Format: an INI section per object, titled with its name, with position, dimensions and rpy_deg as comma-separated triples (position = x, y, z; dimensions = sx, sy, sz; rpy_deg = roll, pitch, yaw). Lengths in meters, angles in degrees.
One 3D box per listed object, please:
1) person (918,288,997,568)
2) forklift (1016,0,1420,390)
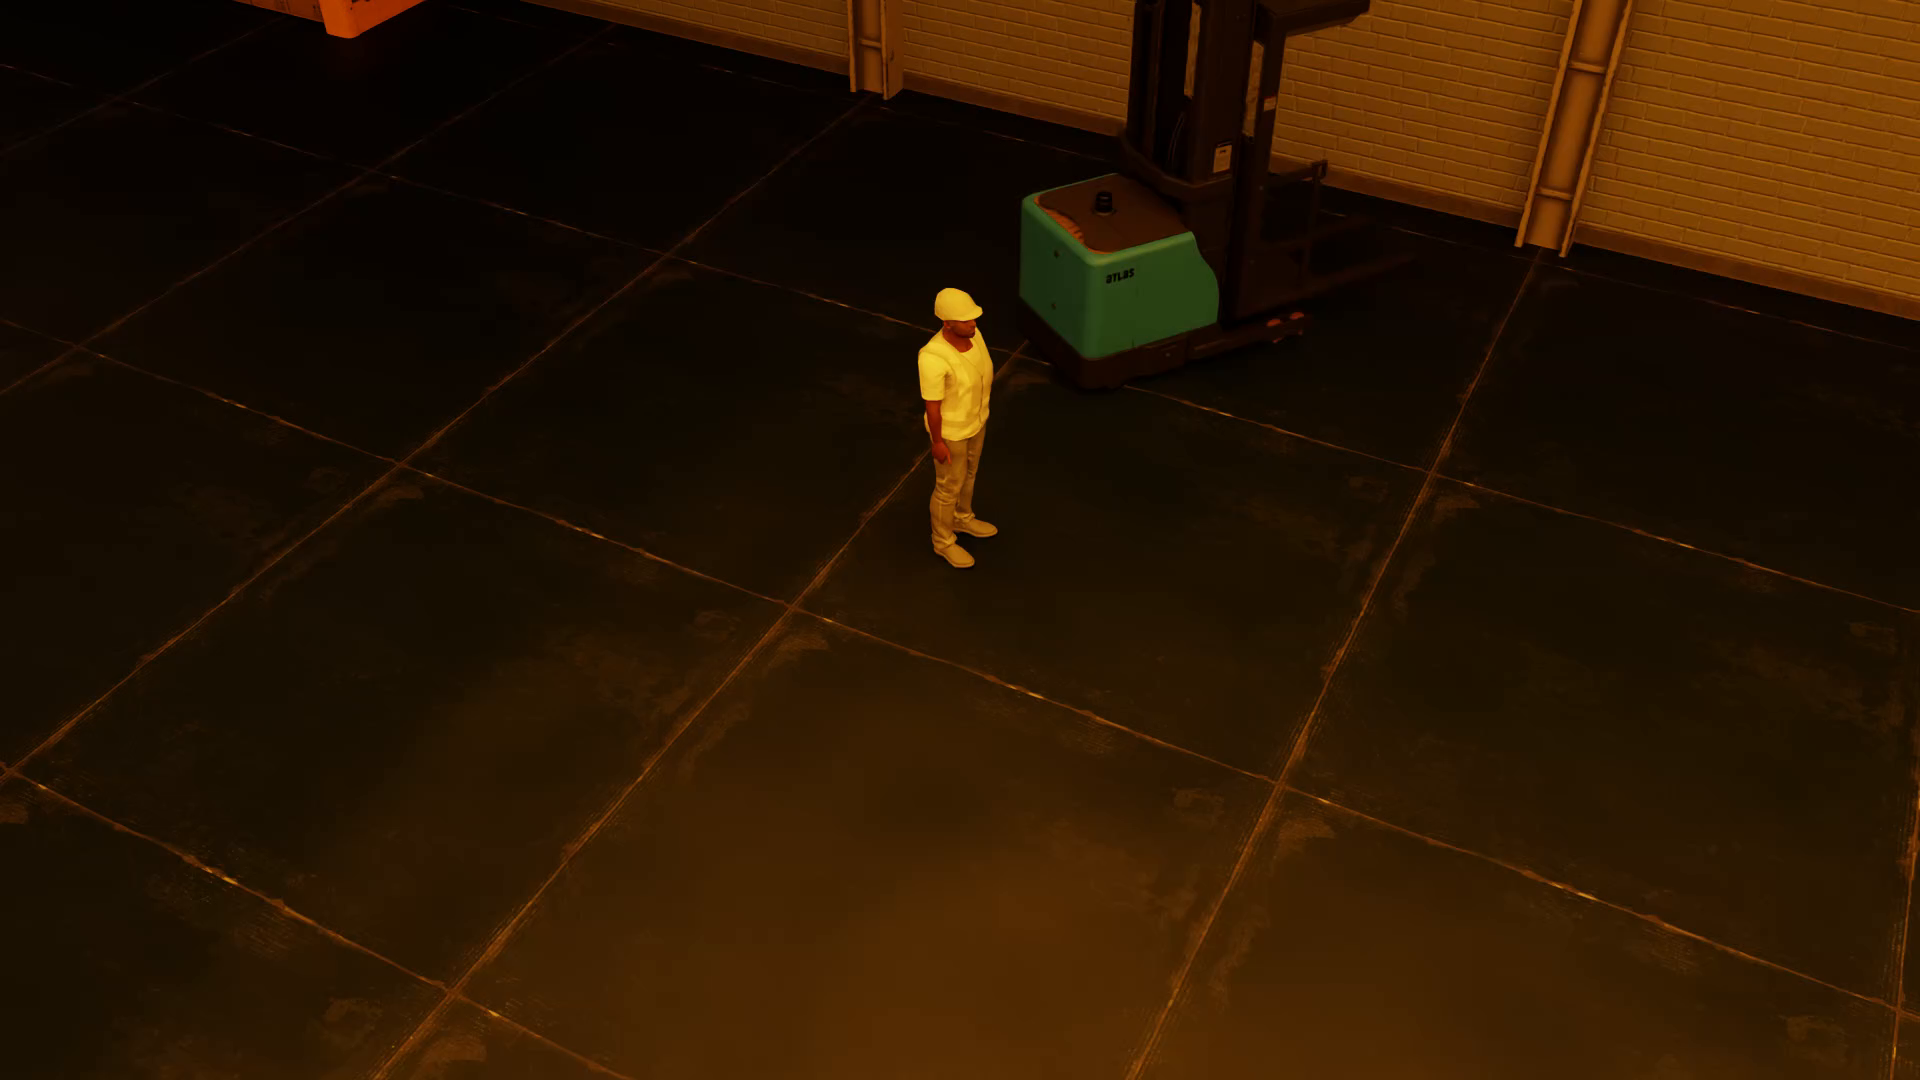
[person]
position = 0.007, -0.680, 9.699
dimensions = 0.388, 1.770, 0.556
rpy_deg = 18, 43, 21
[forklift]
position = 1.952, -2.824, 11.340
dimensions = 3.031, 2.935, 1.130
rpy_deg = -19, 44, -21
